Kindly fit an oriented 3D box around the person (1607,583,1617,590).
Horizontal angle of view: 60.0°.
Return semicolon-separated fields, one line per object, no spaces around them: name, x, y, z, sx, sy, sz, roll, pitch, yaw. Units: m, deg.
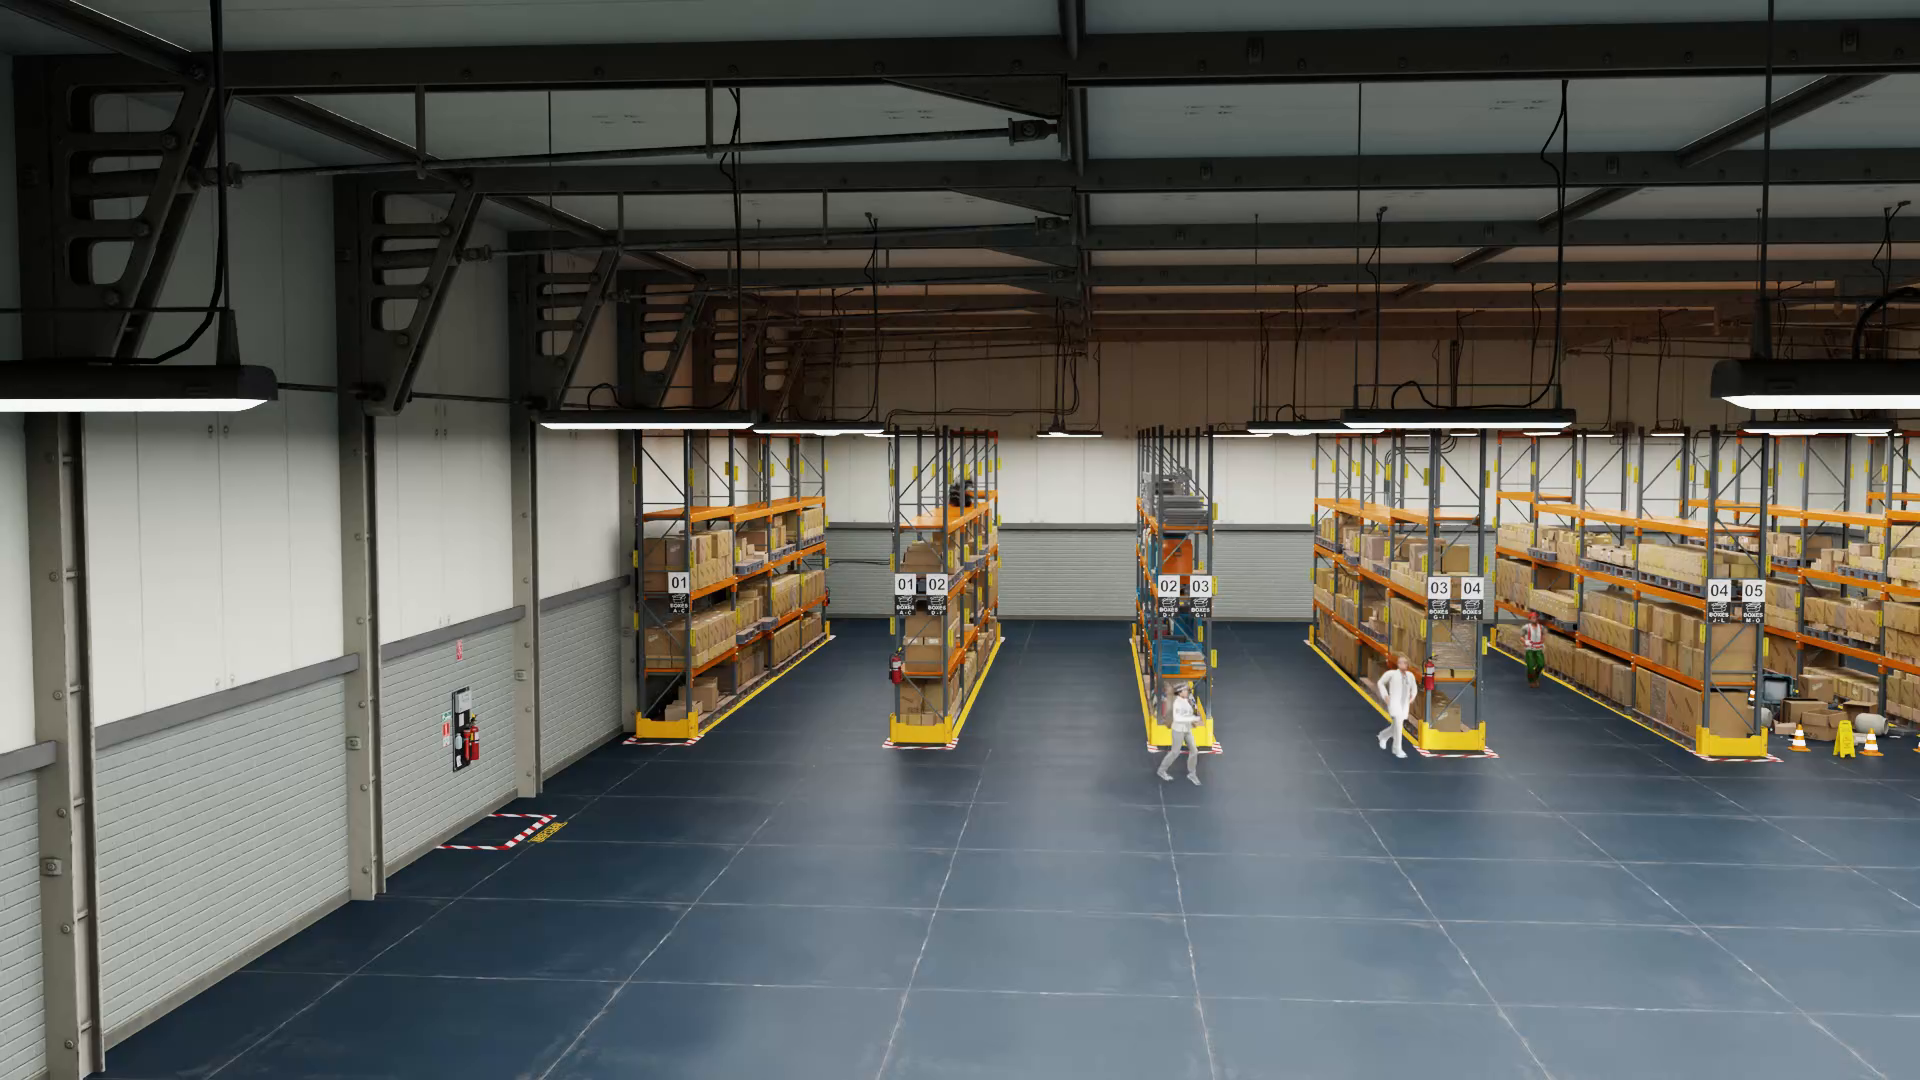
person;18.572;2.037;47.316;0.817;1.743;0.566;0;3;3

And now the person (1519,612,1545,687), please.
person;13.210;2.533;38.293;0.651;1.744;0.609;0;3;4

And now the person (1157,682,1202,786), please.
person;3.649;3.218;27.630;0.777;1.753;0.598;2;4;31

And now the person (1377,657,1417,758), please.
person;8.010;3.064;30.391;0.720;1.694;0.894;-1;4;-21
